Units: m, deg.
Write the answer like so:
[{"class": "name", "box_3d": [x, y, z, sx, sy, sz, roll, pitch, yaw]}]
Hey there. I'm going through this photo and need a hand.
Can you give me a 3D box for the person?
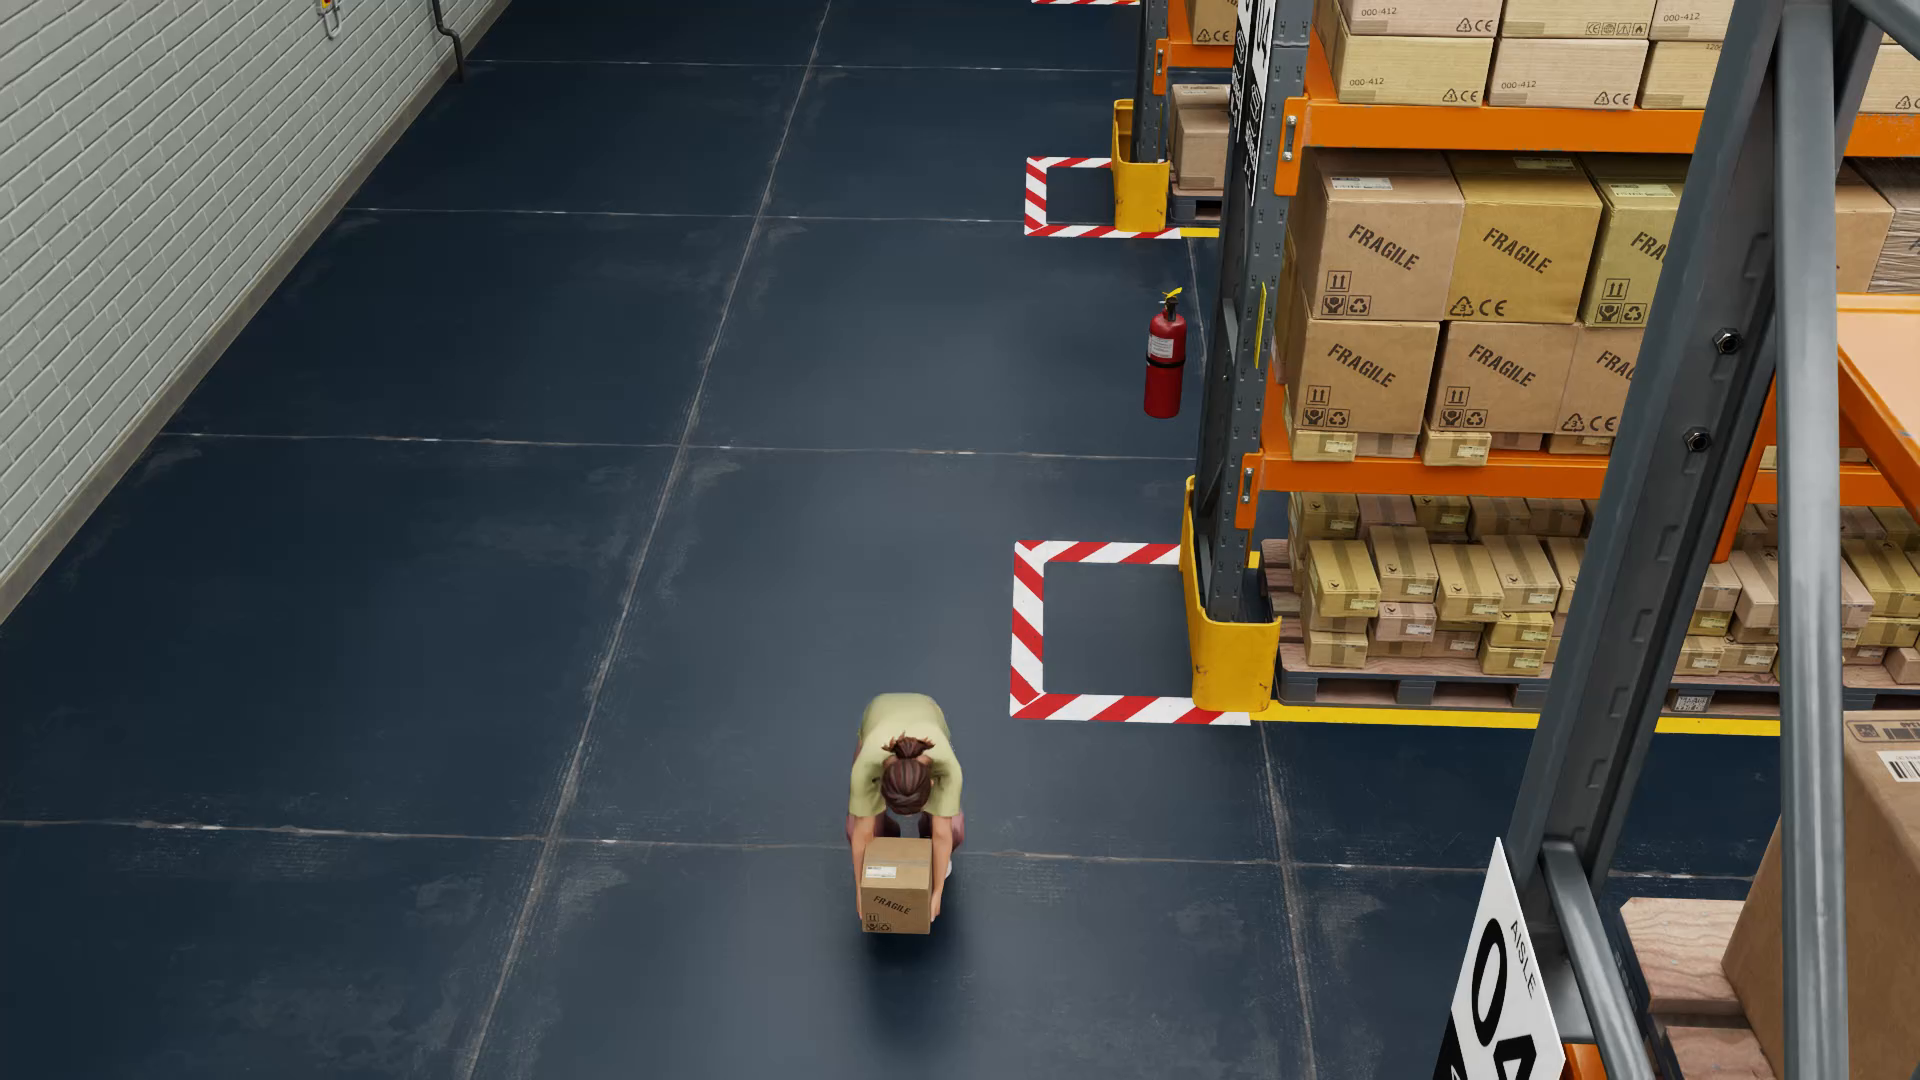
[{"class": "person", "box_3d": [-0.209, 0.989, 6.389, 0.456, 0.928, 0.830, 0, 36, 1]}]
